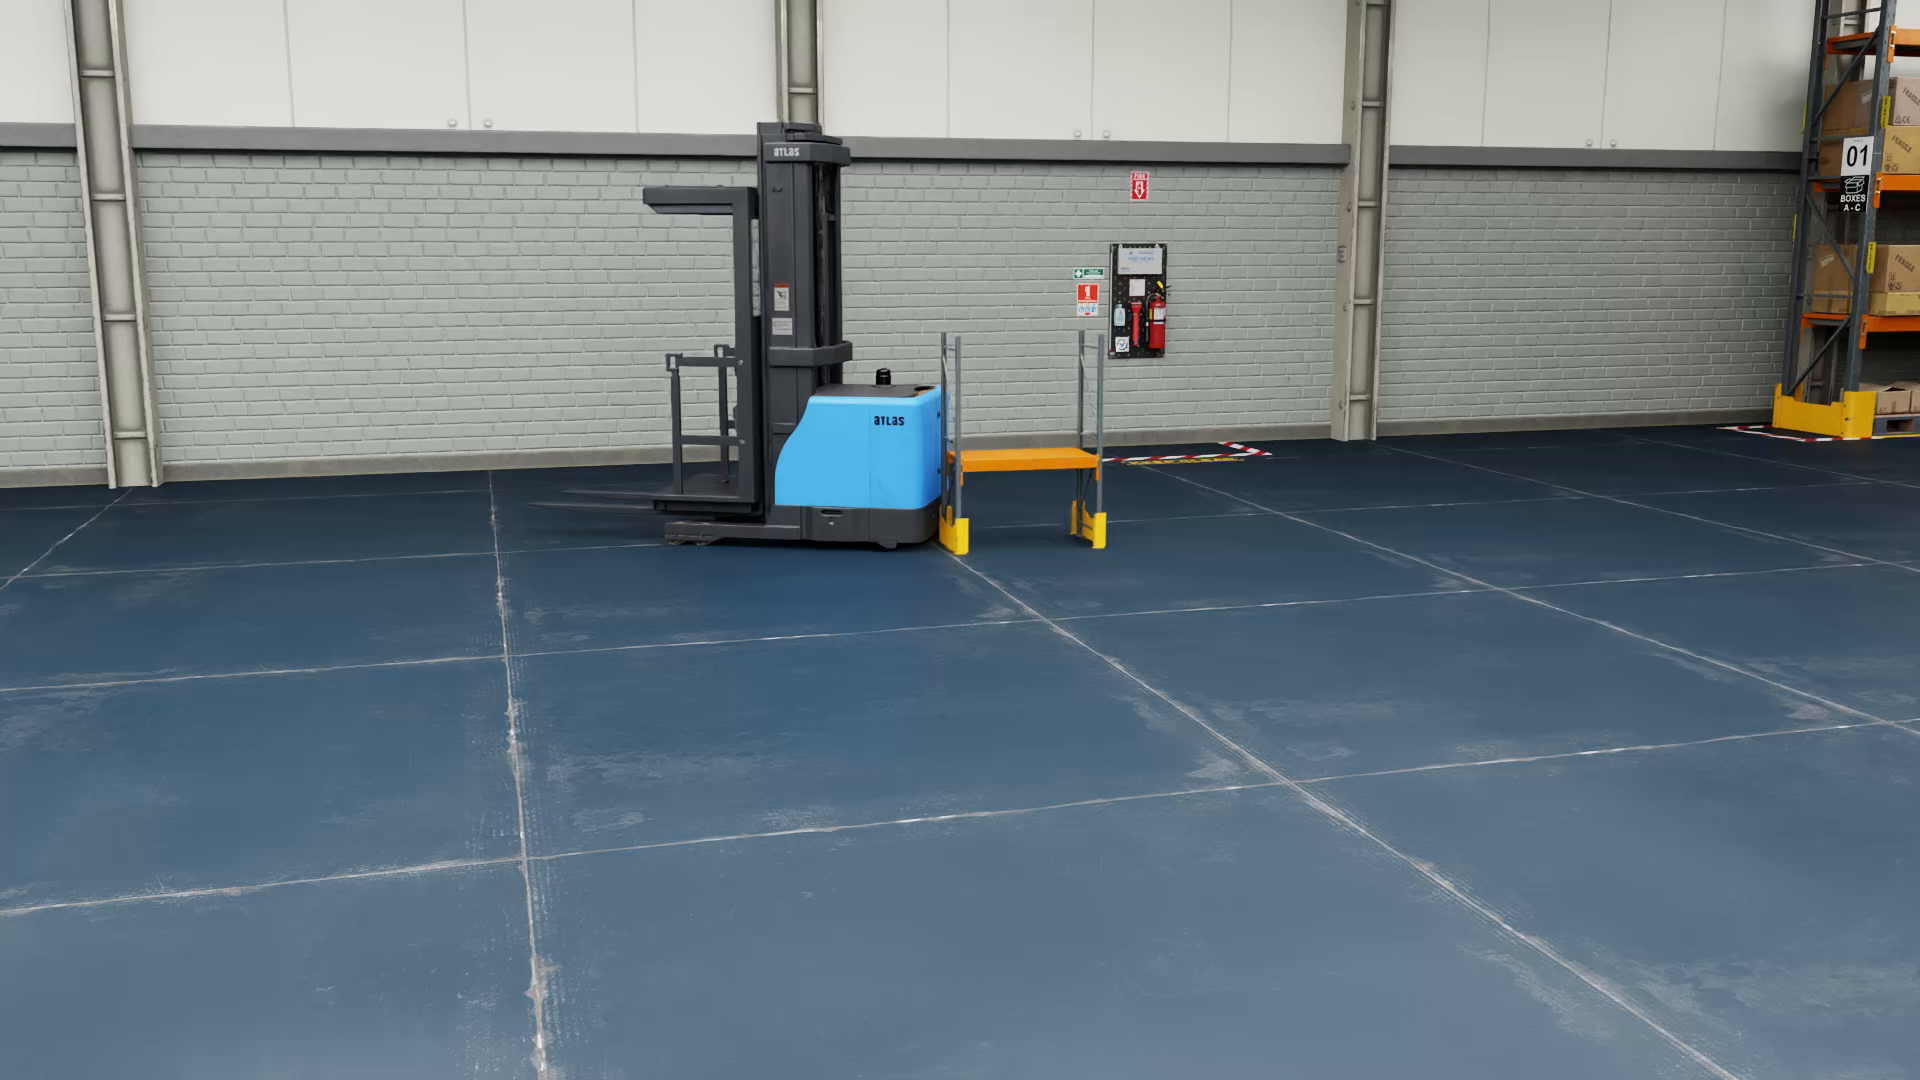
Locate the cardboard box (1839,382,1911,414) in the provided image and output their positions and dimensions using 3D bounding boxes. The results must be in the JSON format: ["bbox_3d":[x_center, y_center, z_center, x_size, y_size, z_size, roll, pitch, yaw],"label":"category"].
[{"bbox_3d":[10.270,-1.601,18.668,0.500,0.311,0.500,-4,11,-22],"label":"cardboard box"}]

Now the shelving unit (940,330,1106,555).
[{"bbox_3d":[0.441,-0.709,11.755,1.083,1.500,0.587,-2,11,-13],"label":"shelving unit"}]

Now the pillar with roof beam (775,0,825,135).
[{"bbox_3d":[-0.308,-4.468,11.462,0.400,9.000,9.100,-3,11,-16],"label":"pillar with roof beam"}]

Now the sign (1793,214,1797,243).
[{"bbox_3d":[9.444,-3.510,18.756,0.005,0.325,0.100,-3,11,-16],"label":"sign"}]

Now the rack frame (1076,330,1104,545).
[{"bbox_3d":[0.927,-0.730,11.867,0.032,1.500,0.500,-2,11,-13],"label":"rack frame"}]

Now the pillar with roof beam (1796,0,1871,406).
[{"bbox_3d":[11.214,-5.075,14.760,0.400,9.000,9.100,-3,11,-16],"label":"pillar with roof beam"}]

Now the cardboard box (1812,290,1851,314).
[{"bbox_3d":[9.975,-2.681,18.683,0.500,0.250,0.500,-3,11,-15],"label":"cardboard box"}]

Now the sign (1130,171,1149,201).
[{"bbox_3d":[1.831,-3.608,16.958,0.199,0.298,0.001,-3,11,-16],"label":"sign"}]

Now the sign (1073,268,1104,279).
[{"bbox_3d":[1.314,-2.718,16.963,0.331,0.109,0.001,-3,11,-16],"label":"sign"}]

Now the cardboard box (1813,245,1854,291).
[{"bbox_3d":[9.974,-3.053,18.634,0.500,0.500,0.500,-3,11,-17],"label":"cardboard box"}]

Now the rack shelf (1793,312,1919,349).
[{"bbox_3d":[11.501,-2.435,18.974,4.000,0.370,1.077,-3,11,-16],"label":"rack shelf"}]

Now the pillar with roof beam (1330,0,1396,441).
[{"bbox_3d":[5.453,-4.772,13.111,0.400,9.000,9.100,-3,11,-16],"label":"pillar with roof beam"}]

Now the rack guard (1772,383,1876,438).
[{"bbox_3d":[9.653,-1.462,18.607,0.348,0.500,1.175,-3,11,-16],"label":"rack guard"}]

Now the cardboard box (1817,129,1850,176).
[{"bbox_3d":[9.910,-4.287,18.431,0.500,0.500,0.500,-2,11,-12],"label":"cardboard box"}]

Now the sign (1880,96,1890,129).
[{"bbox_3d":[9.732,-4.498,17.496,0.005,0.325,0.100,-3,11,-16],"label":"sign"}]

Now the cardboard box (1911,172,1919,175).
[{"bbox_3d":[10.497,-4.216,18.047,0.500,0.500,0.500,-2,11,-12],"label":"cardboard box"}]

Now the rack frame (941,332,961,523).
[{"bbox_3d":[-0.063,-0.688,11.639,0.032,1.500,0.500,-2,11,-13],"label":"rack frame"}]

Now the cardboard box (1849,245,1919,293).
[{"bbox_3d":[10.123,-2.964,18.151,0.500,0.500,0.500,-3,11,-16],"label":"cardboard box"}]

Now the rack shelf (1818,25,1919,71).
[{"bbox_3d":[11.501,-5.384,18.431,4.000,0.370,1.077,-3,11,-16],"label":"rack shelf"}]

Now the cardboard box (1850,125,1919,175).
[{"bbox_3d":[9.971,-4.195,17.933,0.500,0.500,0.500,-3,11,-14],"label":"cardboard box"}]

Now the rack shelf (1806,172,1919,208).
[{"bbox_3d":[11.501,-3.910,18.703,4.000,0.370,1.077,-3,11,-16],"label":"rack shelf"}]

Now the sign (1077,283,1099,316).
[{"bbox_3d":[1.307,-2.459,17.018,0.234,0.329,0.001,-3,11,-16],"label":"sign"}]

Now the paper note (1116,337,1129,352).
[{"bbox_3d":[1.677,-2.021,17.172,0.142,0.148,0.016,-3,11,-16],"label":"paper note"}]

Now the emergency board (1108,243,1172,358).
[{"bbox_3d":[1.866,-2.451,17.076,0.643,1.169,0.194,-3,11,-16],"label":"emergency board"}]

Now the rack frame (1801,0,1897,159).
[{"bbox_3d":[9.580,-5.638,17.816,0.127,3.000,1.000,-3,11,-16],"label":"rack frame"}]

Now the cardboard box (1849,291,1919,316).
[{"bbox_3d":[10.138,-2.593,18.205,0.500,0.250,0.500,-3,11,-18],"label":"cardboard box"}]

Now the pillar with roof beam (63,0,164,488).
[{"bbox_3d":[-6.069,-4.164,9.812,0.400,9.000,9.100,-3,11,-16],"label":"pillar with roof beam"}]

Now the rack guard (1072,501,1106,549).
[{"bbox_3d":[0.926,-0.115,11.980,0.087,0.250,0.587,-2,11,-13],"label":"rack guard"}]

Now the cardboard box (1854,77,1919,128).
[{"bbox_3d":[10.018,-4.691,17.863,0.500,0.500,0.500,-4,11,-20],"label":"cardboard box"}]

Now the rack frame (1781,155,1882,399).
[{"bbox_3d":[9.580,-2.687,18.359,0.127,3.000,1.000,-3,11,-16],"label":"rack frame"}]

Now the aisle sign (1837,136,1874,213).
[{"bbox_3d":[9.595,-3.910,17.821,0.004,0.787,0.394,-3,11,-16],"label":"aisle sign"}]

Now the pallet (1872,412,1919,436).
[{"bbox_3d":[10.443,-1.355,18.823,1.213,0.211,1.003,-3,11,-16],"label":"pallet"}]

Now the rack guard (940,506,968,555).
[{"bbox_3d":[-0.044,-0.074,11.757,0.087,0.250,0.587,-2,11,-13],"label":"rack guard"}]

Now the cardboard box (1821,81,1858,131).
[{"bbox_3d":[9.921,-4.781,18.352,0.500,0.500,0.500,-3,11,-13],"label":"cardboard box"}]

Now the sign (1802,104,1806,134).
[{"bbox_3d":[9.444,-4.696,18.537,0.005,0.325,0.100,-3,11,-16],"label":"sign"}]

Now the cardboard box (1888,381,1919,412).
[{"bbox_3d":[10.817,-1.630,18.825,0.500,0.311,0.500,-2,11,-11],"label":"cardboard box"}]

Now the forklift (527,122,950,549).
[{"bbox_3d":[-1.642,-1.491,12.050,3.031,2.935,1.130,2,11,11],"label":"forklift"}]

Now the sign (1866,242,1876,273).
[{"bbox_3d":[9.732,-3.019,17.769,0.005,0.325,0.100,-3,11,-16],"label":"sign"}]

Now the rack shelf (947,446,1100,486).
[{"bbox_3d":[0.432,-0.532,11.786,1.000,0.185,0.538,-2,11,-13],"label":"rack shelf"}]
